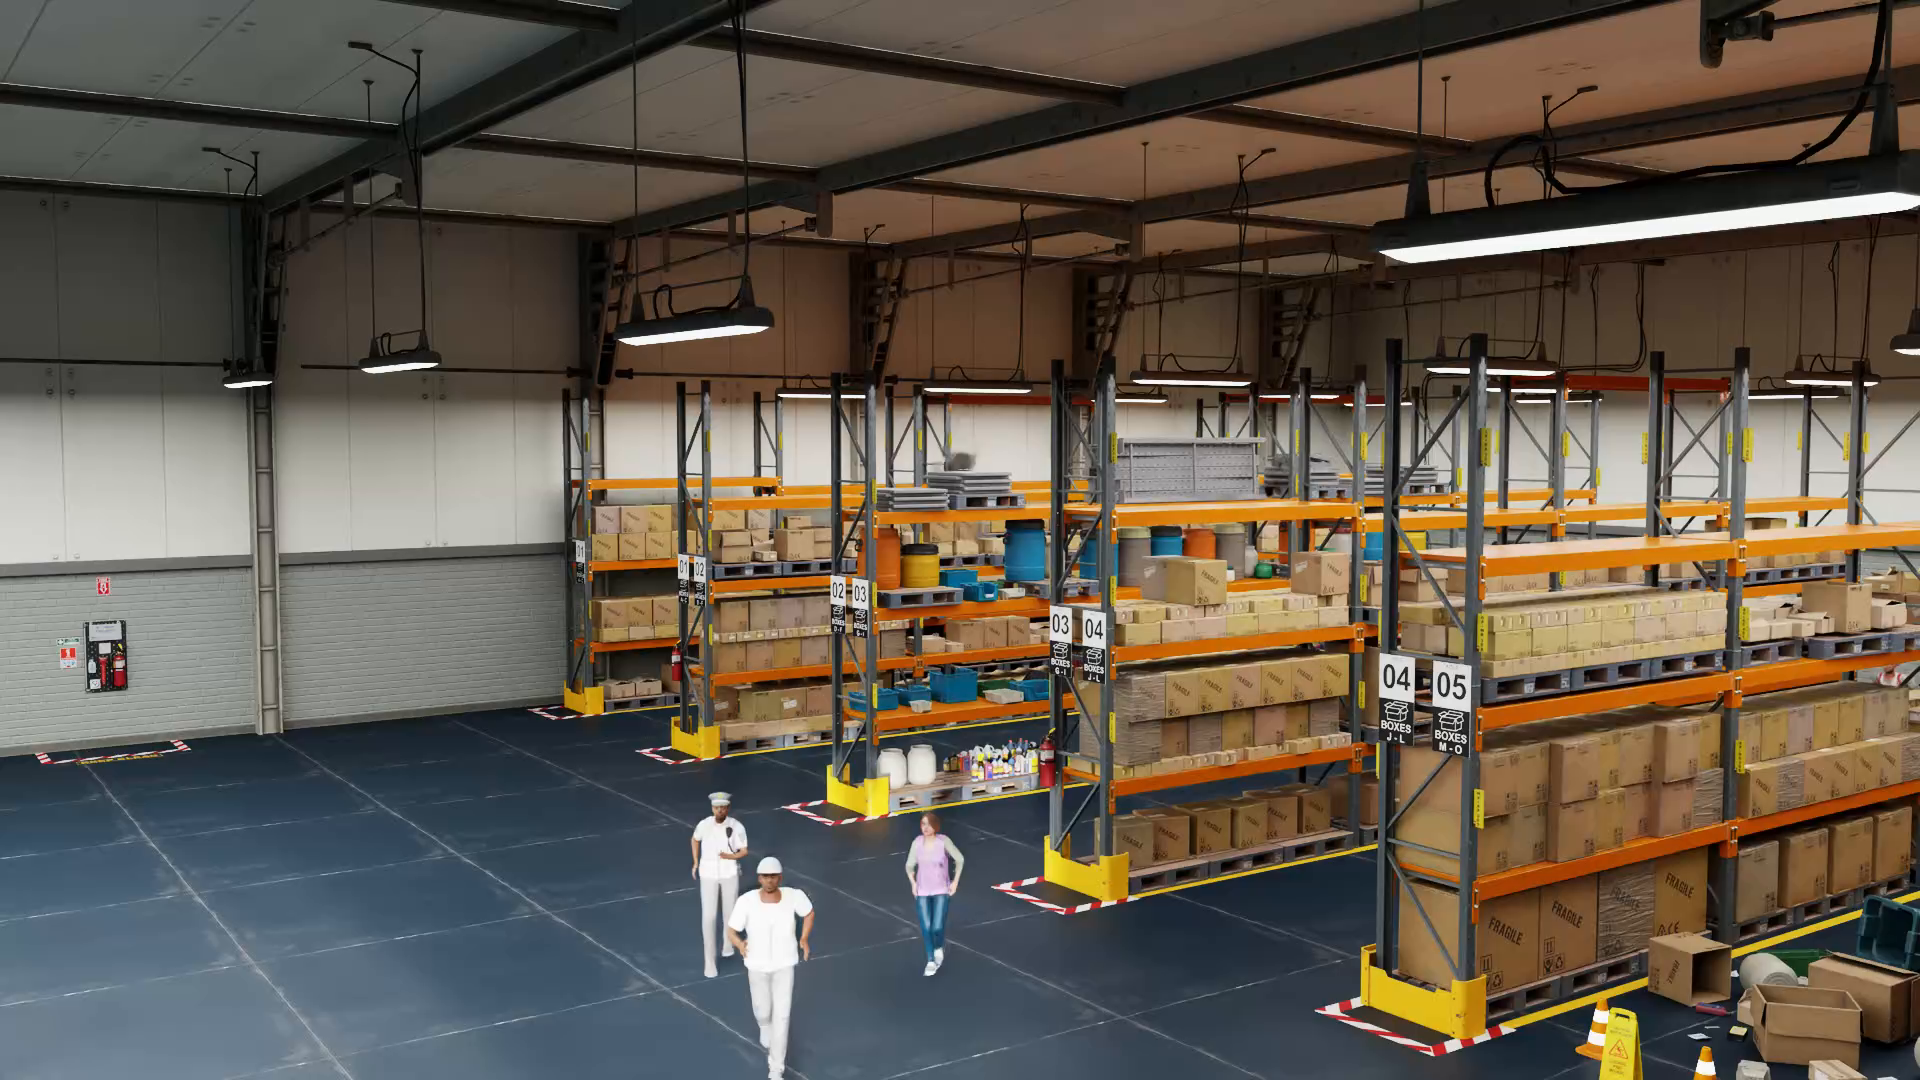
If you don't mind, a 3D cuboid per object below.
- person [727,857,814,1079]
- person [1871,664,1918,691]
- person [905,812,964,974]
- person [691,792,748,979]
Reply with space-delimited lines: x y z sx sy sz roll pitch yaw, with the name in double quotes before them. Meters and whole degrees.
"person" -1.520 3.421 13.379 0.700 1.772 0.963 0 4 -5
"person" 14.354 2.650 25.644 0.544 1.733 0.693 -3 5 -41
"person" -0.264 3.382 15.817 0.552 1.540 0.500 1 4 11
"person" -2.321 3.288 16.066 0.546 1.758 0.770 0 4 -8
